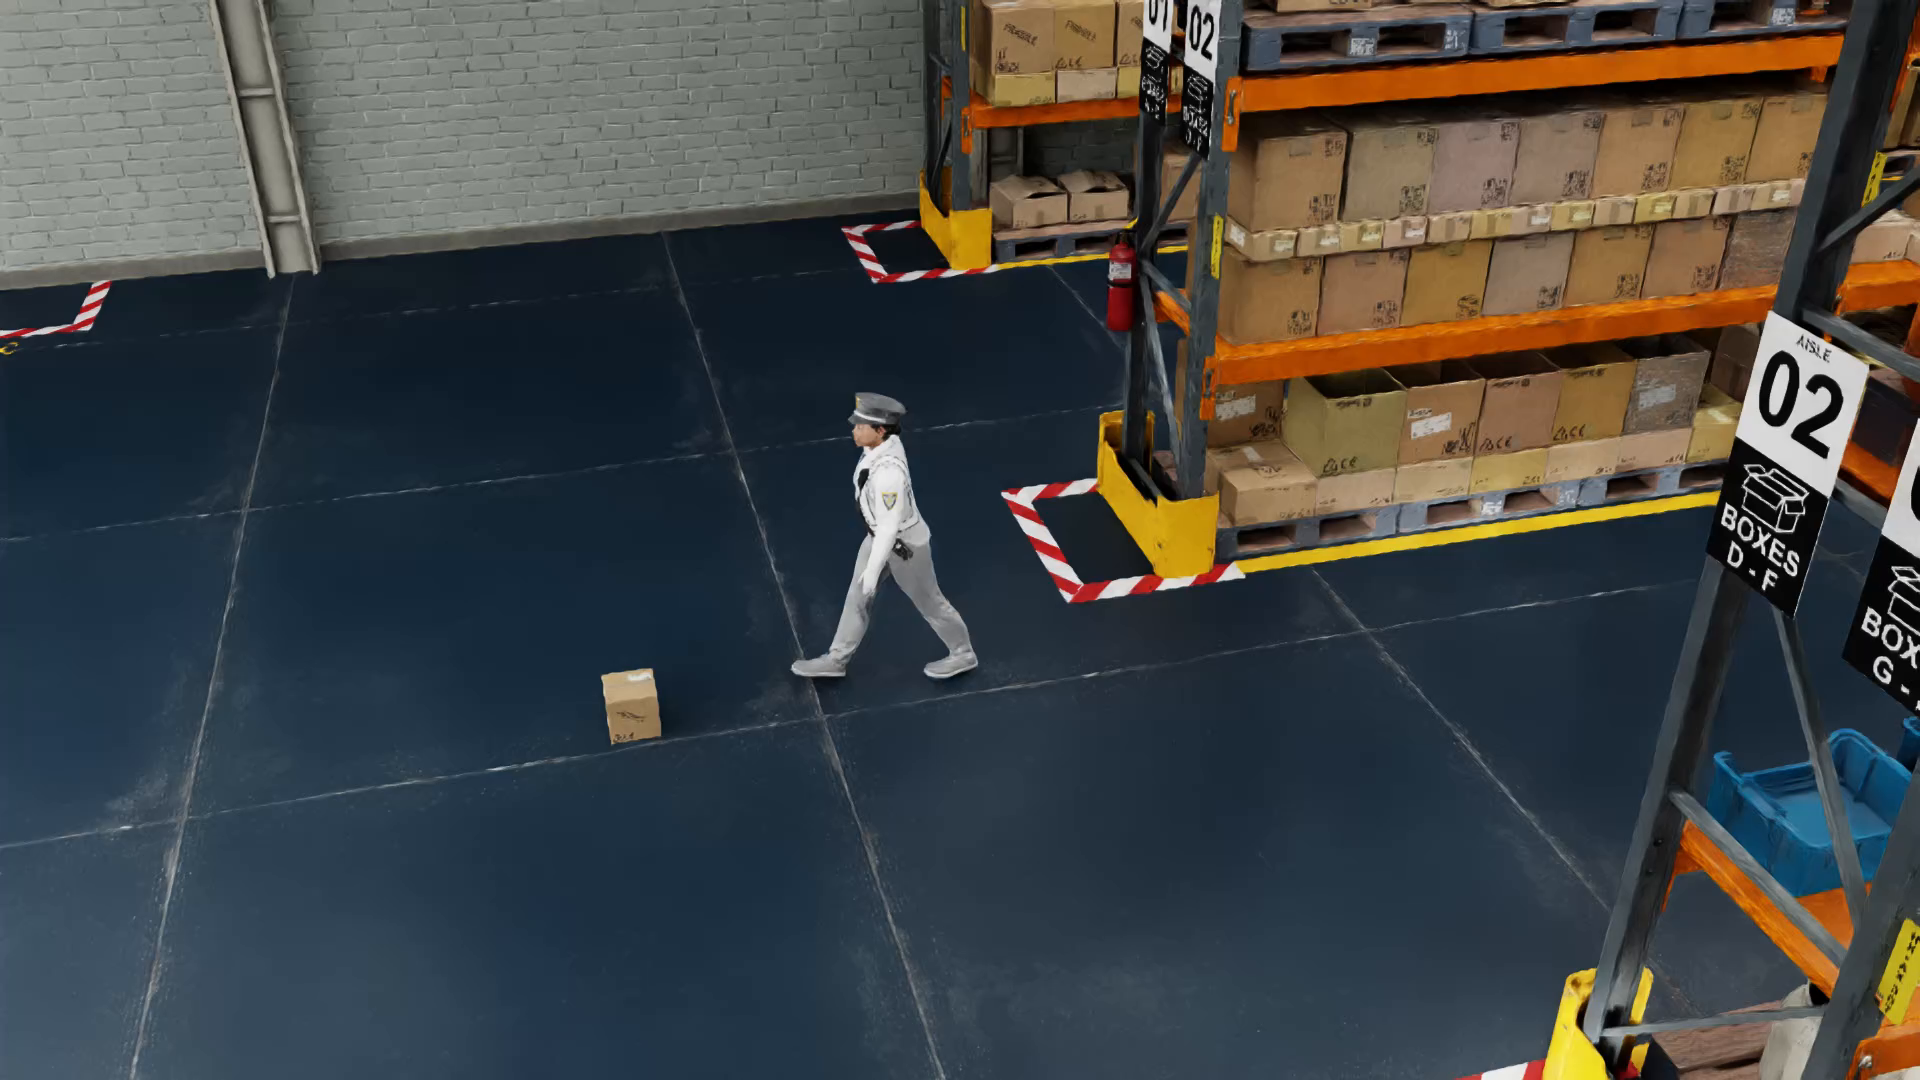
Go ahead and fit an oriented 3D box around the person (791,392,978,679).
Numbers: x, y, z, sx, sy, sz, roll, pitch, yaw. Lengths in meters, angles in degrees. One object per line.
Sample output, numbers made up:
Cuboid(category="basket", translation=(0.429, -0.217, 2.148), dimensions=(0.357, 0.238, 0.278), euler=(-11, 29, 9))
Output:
Cuboid(category="person", translation=(-0.376, 0.020, 8.182), dimensions=(0.951, 1.624, 0.517), euler=(-9, 32, -14))
